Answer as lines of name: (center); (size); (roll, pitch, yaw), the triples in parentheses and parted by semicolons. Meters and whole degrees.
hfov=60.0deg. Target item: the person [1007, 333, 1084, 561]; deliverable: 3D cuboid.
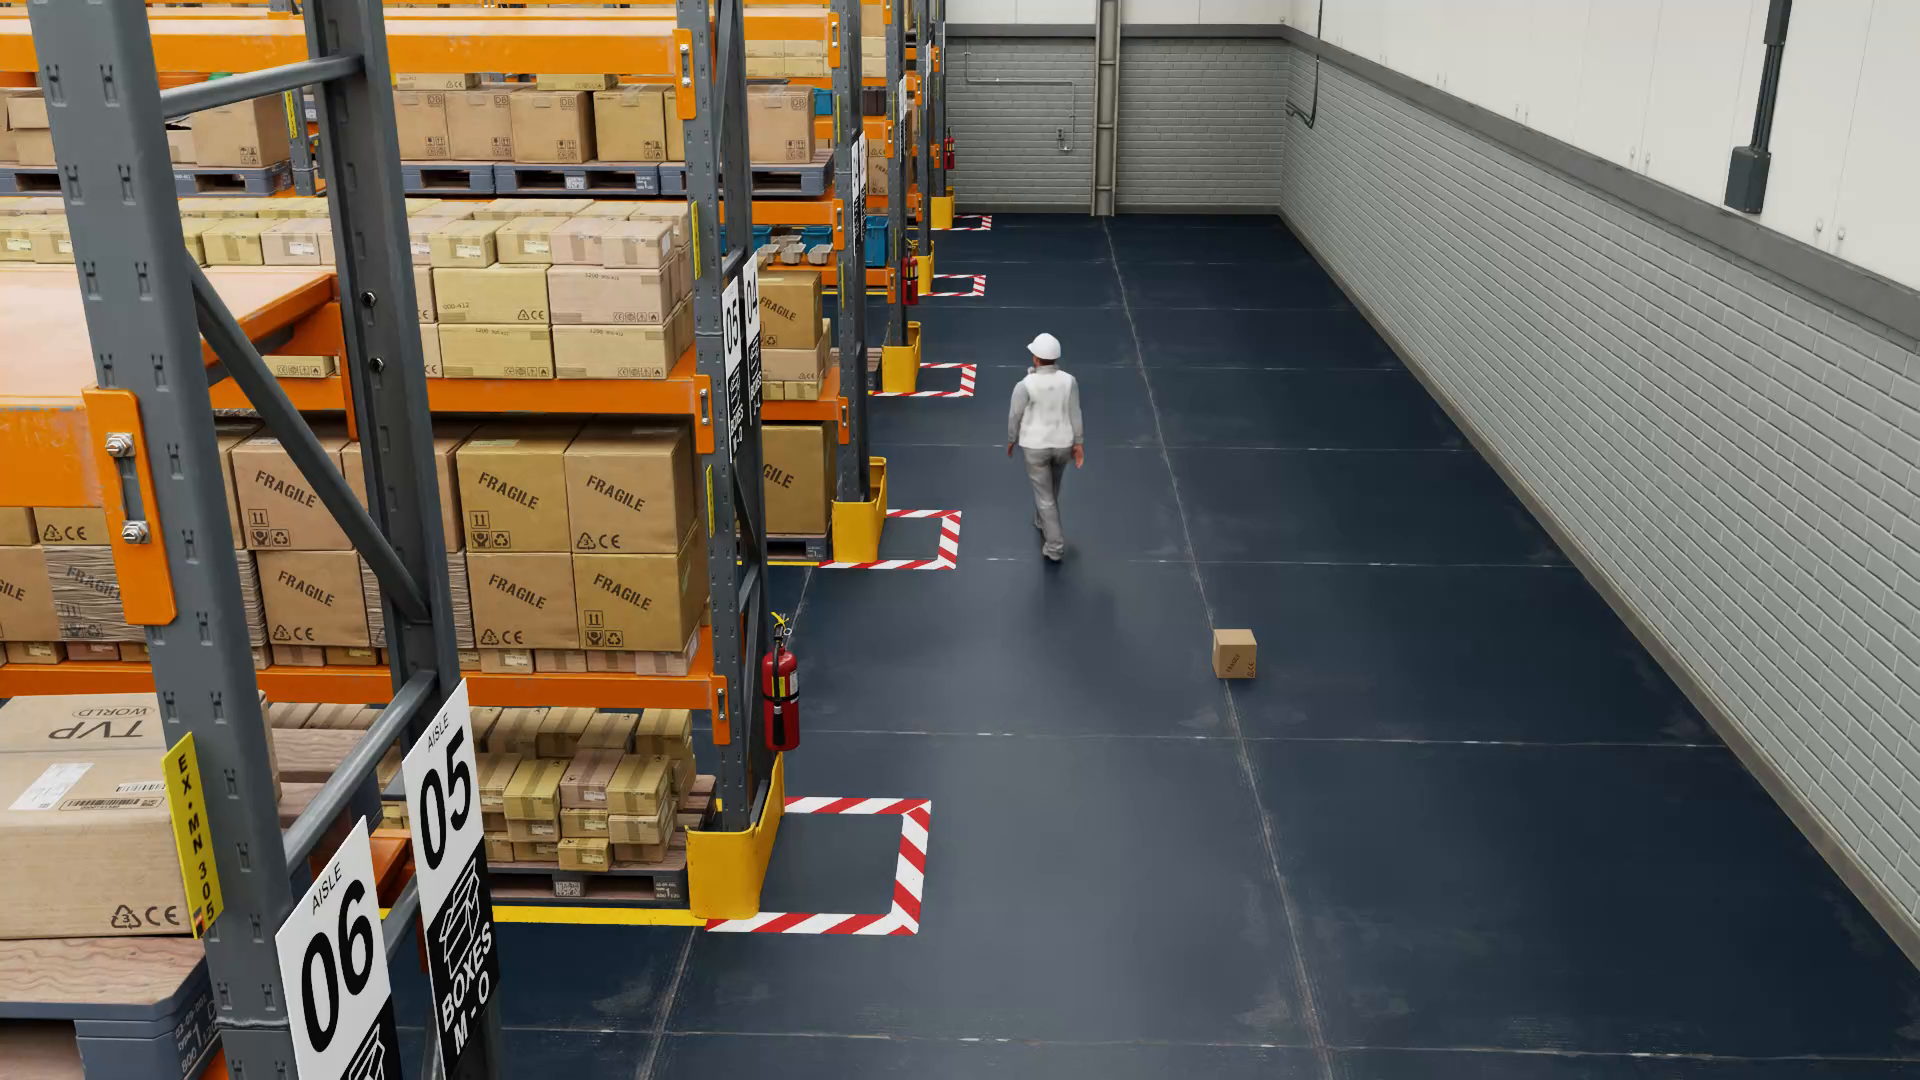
person: (0.629, -0.786, 13.098); (0.556, 1.727, 0.978); (-8, 22, -20)
